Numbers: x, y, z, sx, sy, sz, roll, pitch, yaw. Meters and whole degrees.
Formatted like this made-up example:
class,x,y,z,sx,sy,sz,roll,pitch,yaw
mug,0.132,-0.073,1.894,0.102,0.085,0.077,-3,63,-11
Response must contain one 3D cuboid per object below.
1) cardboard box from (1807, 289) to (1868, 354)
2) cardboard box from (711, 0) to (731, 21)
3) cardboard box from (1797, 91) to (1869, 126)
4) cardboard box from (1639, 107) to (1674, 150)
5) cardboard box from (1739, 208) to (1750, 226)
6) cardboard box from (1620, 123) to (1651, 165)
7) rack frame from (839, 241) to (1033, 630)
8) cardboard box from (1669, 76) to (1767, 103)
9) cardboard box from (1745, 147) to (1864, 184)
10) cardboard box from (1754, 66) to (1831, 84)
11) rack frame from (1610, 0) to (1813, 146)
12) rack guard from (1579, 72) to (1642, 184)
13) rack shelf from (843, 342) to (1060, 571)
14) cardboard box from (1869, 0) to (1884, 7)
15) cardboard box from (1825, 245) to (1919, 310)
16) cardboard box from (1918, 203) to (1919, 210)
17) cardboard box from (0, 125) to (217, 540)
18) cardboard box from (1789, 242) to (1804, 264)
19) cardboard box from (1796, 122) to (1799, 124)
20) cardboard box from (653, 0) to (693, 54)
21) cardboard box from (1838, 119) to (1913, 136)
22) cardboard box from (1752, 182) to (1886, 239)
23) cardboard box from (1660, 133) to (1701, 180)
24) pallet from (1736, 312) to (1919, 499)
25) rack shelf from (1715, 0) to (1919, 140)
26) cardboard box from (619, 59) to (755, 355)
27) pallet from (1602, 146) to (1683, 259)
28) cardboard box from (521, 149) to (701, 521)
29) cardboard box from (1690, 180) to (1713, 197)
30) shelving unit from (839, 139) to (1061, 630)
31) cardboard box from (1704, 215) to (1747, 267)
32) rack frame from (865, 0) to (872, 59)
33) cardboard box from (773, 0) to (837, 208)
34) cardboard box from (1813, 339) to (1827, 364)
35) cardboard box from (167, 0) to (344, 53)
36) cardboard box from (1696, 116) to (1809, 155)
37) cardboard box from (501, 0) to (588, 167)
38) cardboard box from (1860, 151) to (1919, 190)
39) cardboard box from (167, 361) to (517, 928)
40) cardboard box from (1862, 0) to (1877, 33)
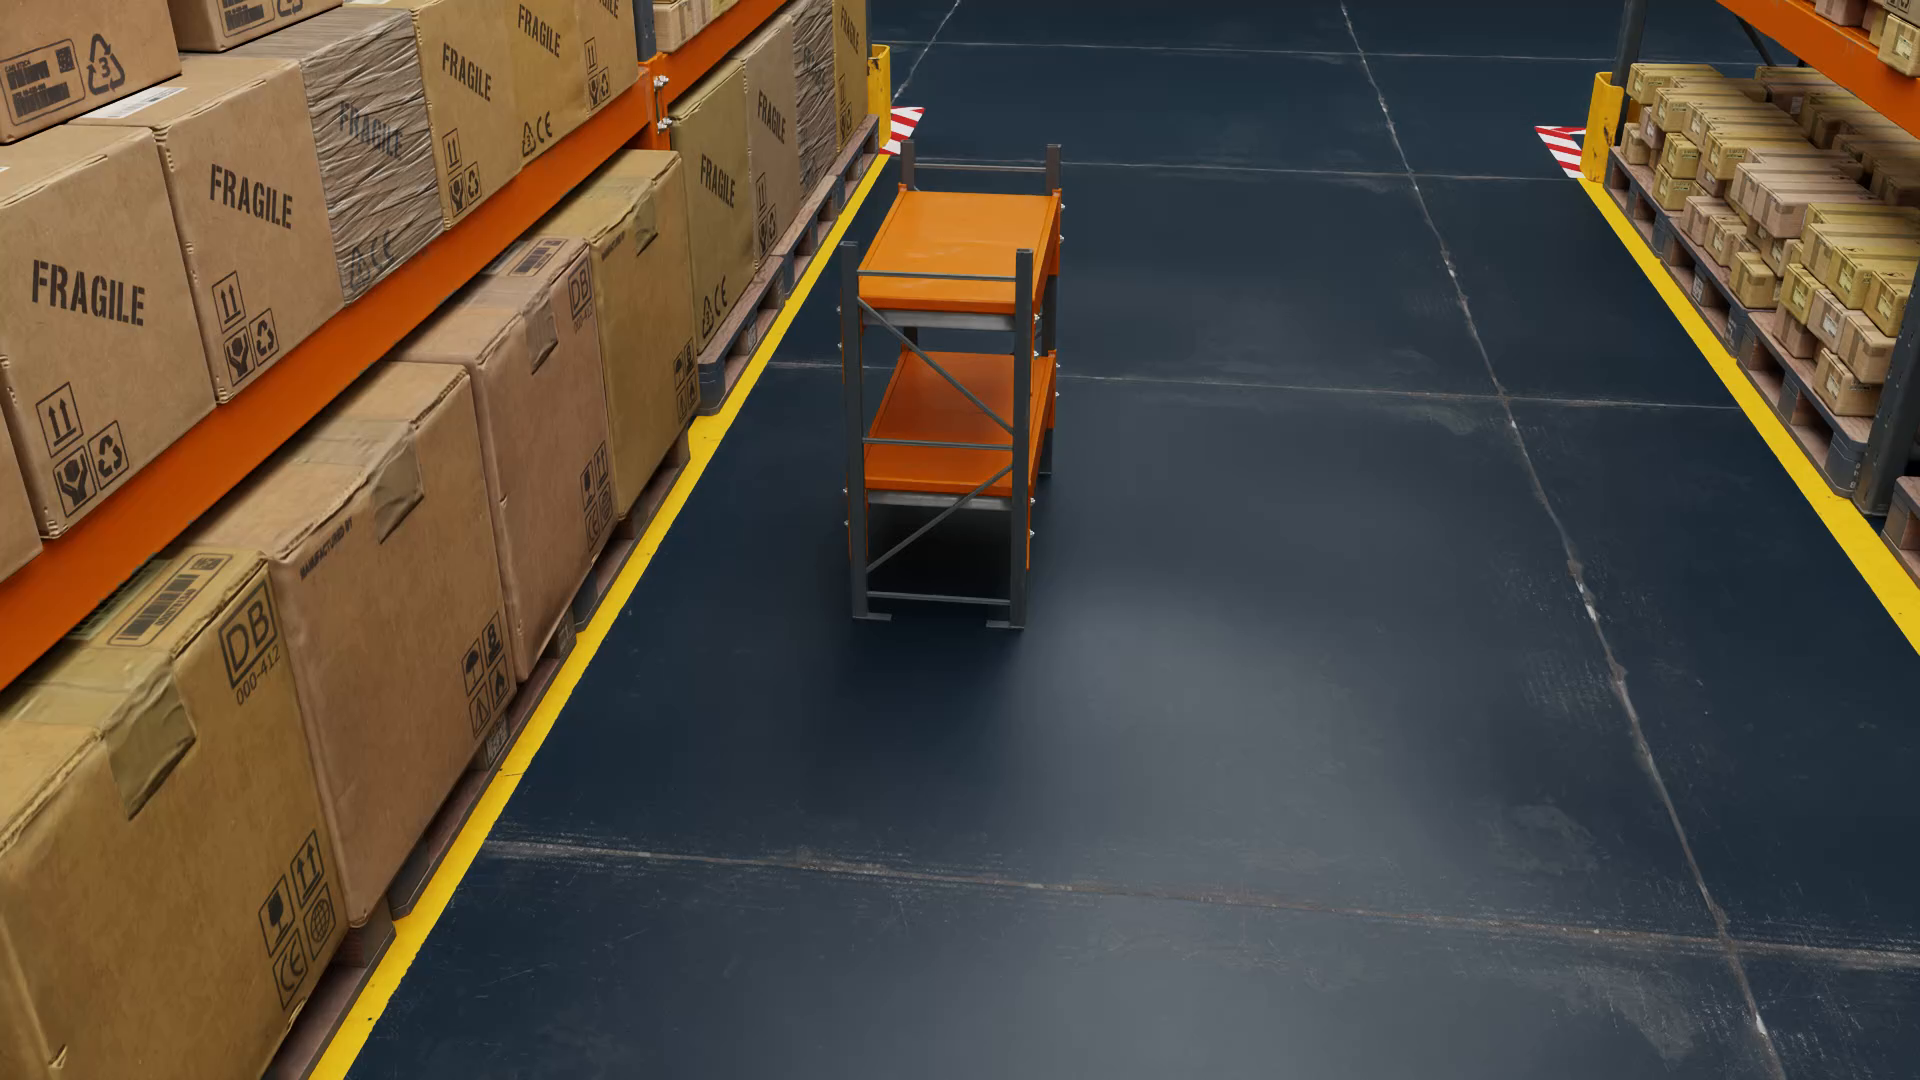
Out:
class,x,y,z,sx,sy,sz,roll,pitch,yaw
cardboard box,3.172,-0.749,5.726,0.380,0.149,0.250,2,28,4
cardboard box,-1.052,-1.986,6.038,0.380,0.149,0.250,4,29,8
cardboard box,4.111,-1.959,7.660,0.380,0.149,0.250,3,28,5
cardboard box,3.509,-1.979,8.011,0.380,0.149,0.250,3,28,6
cardboard box,3.455,-1.357,6.856,0.380,0.149,0.250,5,29,9
cardboard box,3.536,-1.978,8.321,0.380,0.149,0.250,4,29,7
rack frame,-0.061,-0.259,4.545,0.500,1.125,0.032,3,28,6
cardboard box,3.602,-2.104,7.929,0.380,0.149,0.250,4,29,7
cardboard box,3.439,-1.496,6.800,0.380,0.149,0.250,3,29,6
cardboard box,4.104,-2.204,8.114,0.380,0.149,0.250,4,29,7
rack frame,3.918,-3.276,8.168,1.000,3.000,0.127,3,28,6
rack guard,3.908,-2.140,8.695,1.175,0.500,0.348,3,28,6
rack shelf,0.001,-0.283,5.105,0.538,0.278,1.000,3,28,6
cardboard box,3.271,-2.056,5.486,0.500,0.500,0.500,3,28,5
cardboard box,3.205,-0.890,5.675,0.380,0.149,0.250,4,29,7
cardboard box,3.872,-1.222,6.292,0.380,0.149,0.250,4,29,7
cardboard box,-1.582,-0.346,2.624,0.500,0.500,0.500,3,28,5
cardboard box,3.315,-0.988,6.171,0.380,0.149,0.250,4,29,7
cardboard box,4.051,-1.952,7.960,0.380,0.149,0.250,3,28,5
cardboard box,-1.116,-1.738,5.579,0.380,0.149,0.250,3,29,6
cardboard box,4.039,-1.712,7.200,0.380,0.149,0.250,4,29,8
cardboard box,3.279,-1.258,6.358,0.380,0.149,0.250,2,28,4
cardboard box,3.428,-1.745,7.575,0.380,0.149,0.250,4,29,8
pallet,3.475,-0.484,5.925,1.003,0.211,1.213,3,28,6
rack shelf,1.251,-2.810,6.507,5.958,1.845,4.006,3,28,6
cardboard box,-1.322,-1.284,6.269,0.875,0.875,0.875,3,28,6
pallet,3.774,-1.632,8.057,1.003,0.211,1.213,3,28,6
cardboard box,-1.541,-0.676,5.139,1.225,0.875,0.875,3,29,6
cardboard box,3.485,-1.493,7.421,0.380,0.149,0.250,3,29,6
shelving unit,0.001,-0.498,4.989,0.538,1.125,1.048,3,28,6
cardboard box,3.360,-1.249,6.968,0.380,0.149,0.250,3,28,6
rack frame,-0.992,-3.612,8.791,1.000,3.000,0.127,3,28,6
cardboard box,-1.103,-2.127,7.833,0.875,0.875,0.875,3,28,6
cardboard box,3.252,-0.645,5.847,0.380,0.149,0.250,4,29,8
cardboard box,-1.709,-1.298,3.333,0.797,0.503,0.637,4,29,8
cardboard box,3.452,-1.741,7.255,0.380,0.149,0.250,4,29,8
cardboard box,-1.336,-1.304,4.403,0.500,0.500,0.500,4,29,8
cardboard box,3.892,-1.469,6.750,0.380,0.149,0.250,3,29,6
cardboard box,-1.751,0.162,3.585,1.225,0.875,0.875,3,29,6
cardboard box,3.345,-1.798,5.689,0.380,0.149,0.250,3,28,5
